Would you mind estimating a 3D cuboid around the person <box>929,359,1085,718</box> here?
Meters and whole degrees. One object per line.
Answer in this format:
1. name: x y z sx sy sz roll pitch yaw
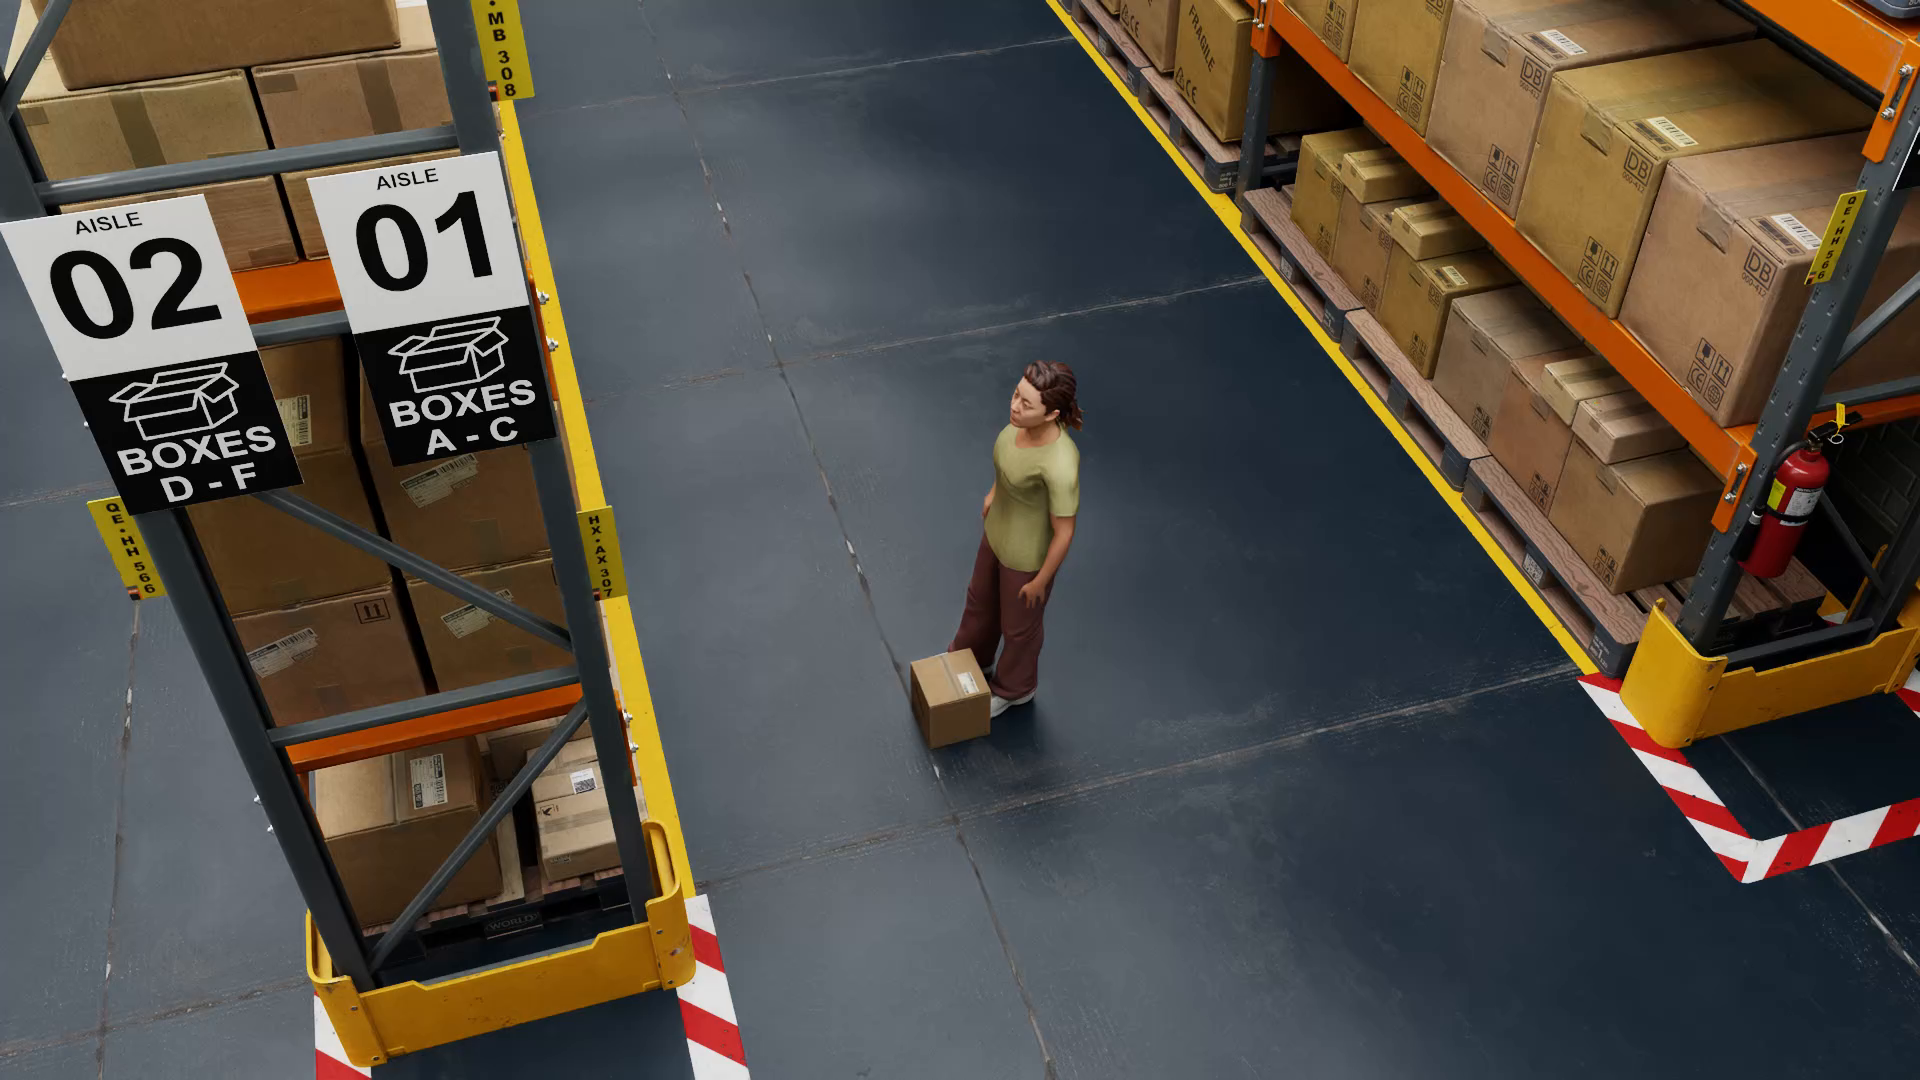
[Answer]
1. person: 0.160 0.026 6.120 0.547 1.673 0.553 -12 44 -13
